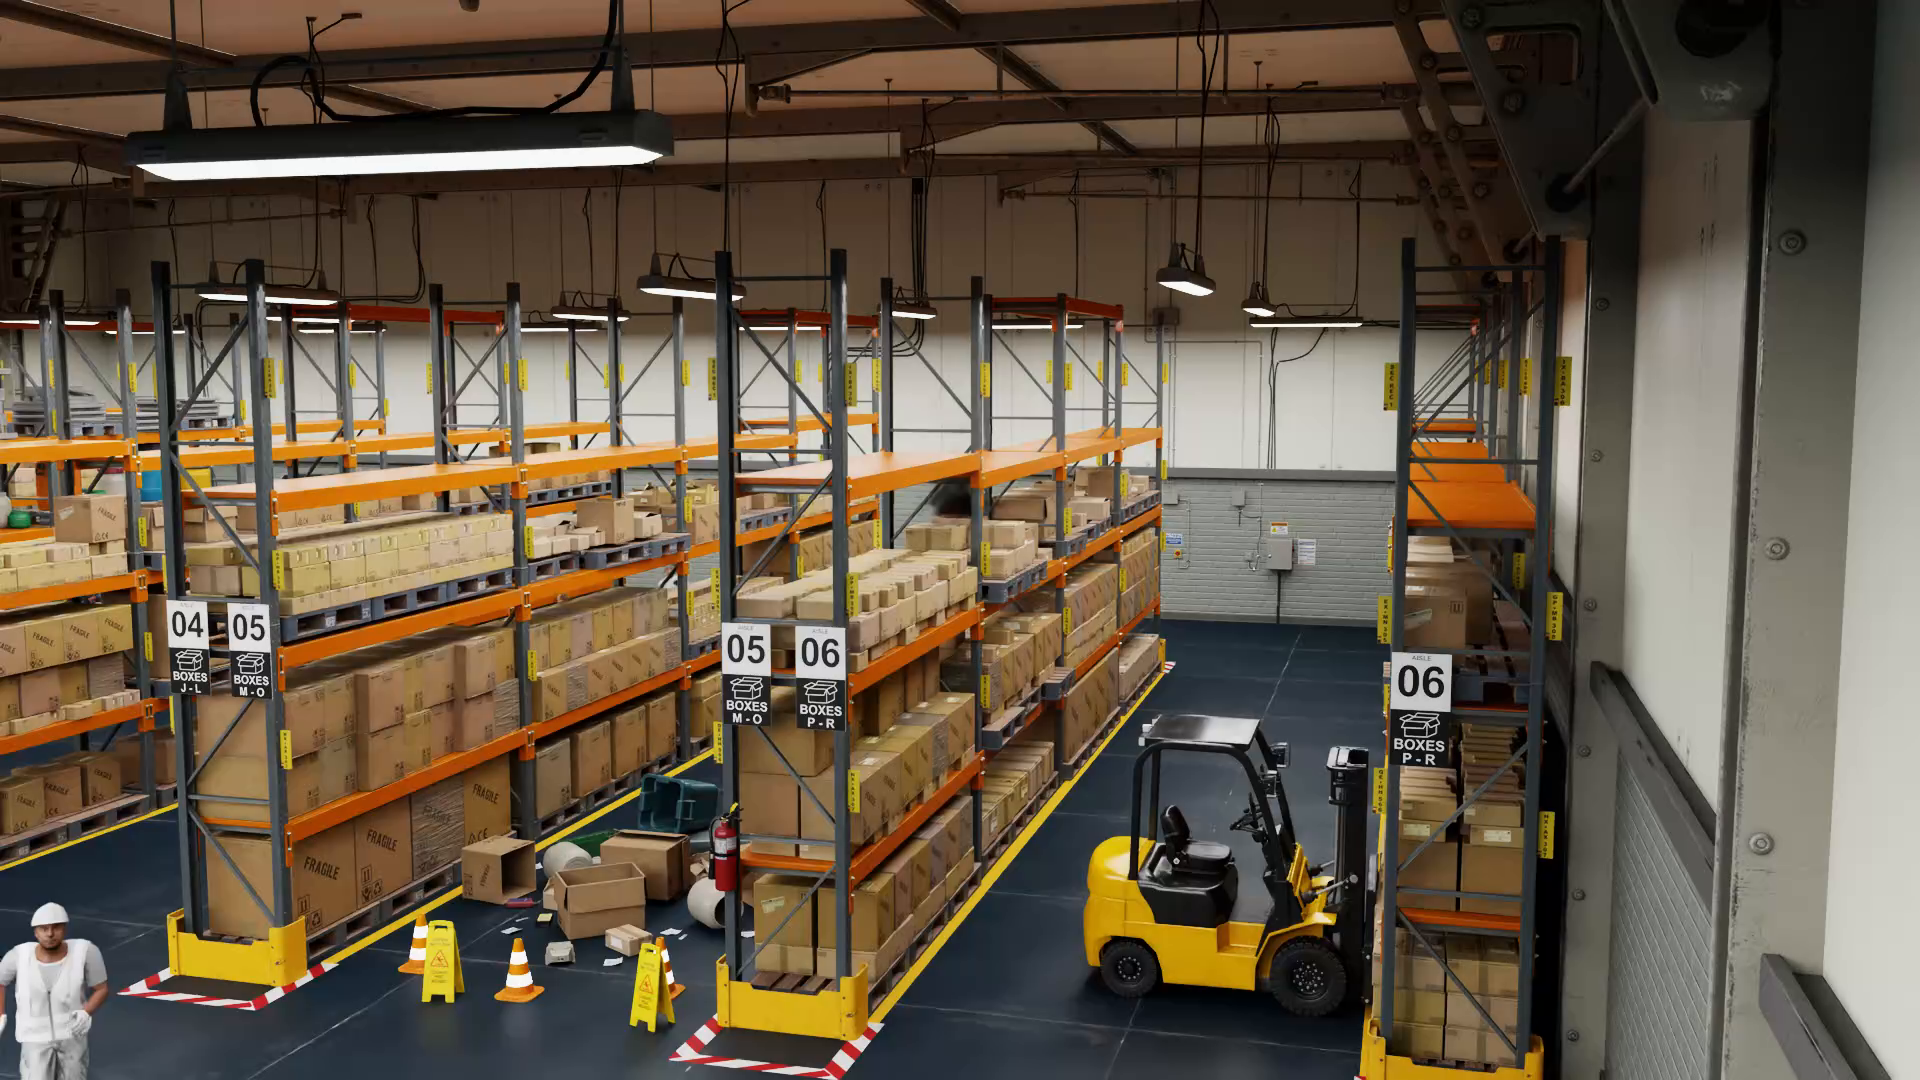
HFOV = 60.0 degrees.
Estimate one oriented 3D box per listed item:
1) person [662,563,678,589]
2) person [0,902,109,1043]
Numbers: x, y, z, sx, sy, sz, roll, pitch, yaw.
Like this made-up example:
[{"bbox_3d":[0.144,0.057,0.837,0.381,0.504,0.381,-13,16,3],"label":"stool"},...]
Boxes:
[{"bbox_3d":[-5.150,0.815,29.816,0.456,0.862,0.347,2,6,15],"label":"person"},{"bbox_3d":[-5.791,3.170,10.606,0.677,1.732,0.696,-4,7,-30],"label":"person"}]
